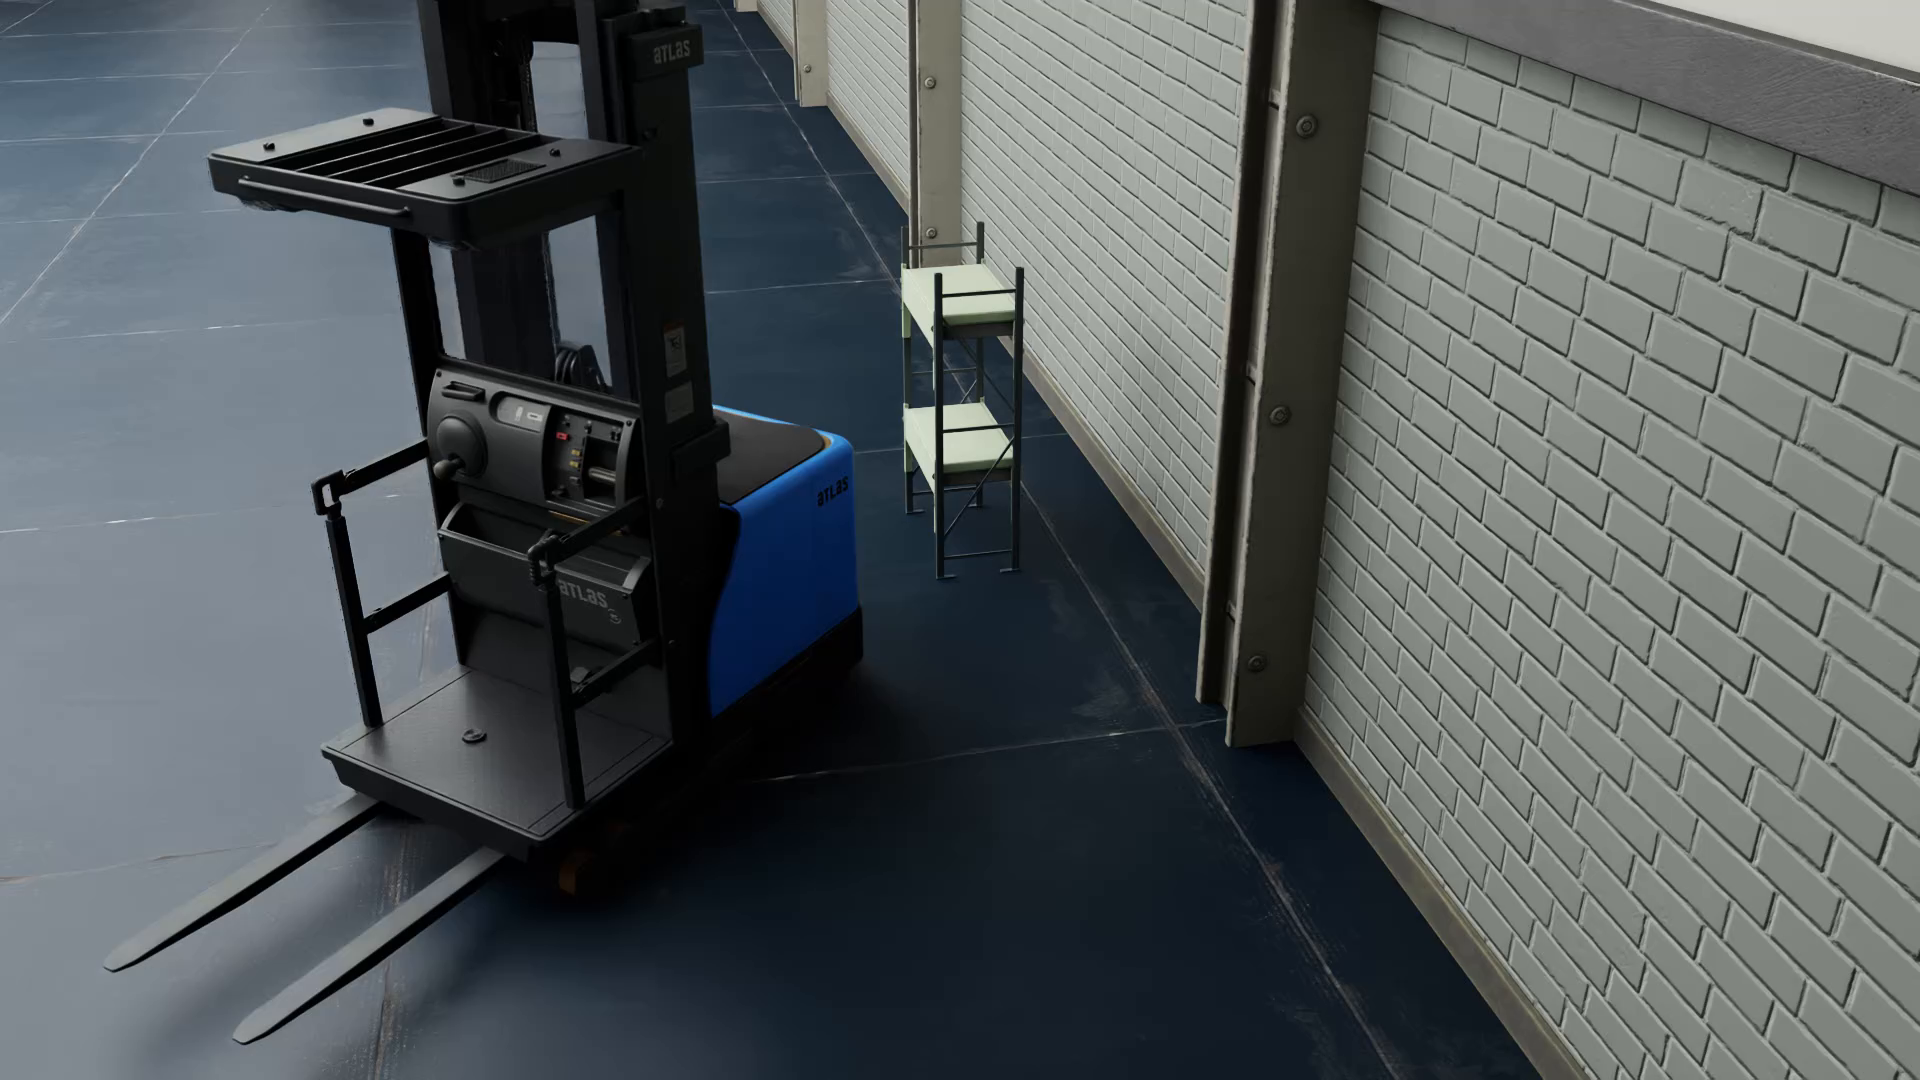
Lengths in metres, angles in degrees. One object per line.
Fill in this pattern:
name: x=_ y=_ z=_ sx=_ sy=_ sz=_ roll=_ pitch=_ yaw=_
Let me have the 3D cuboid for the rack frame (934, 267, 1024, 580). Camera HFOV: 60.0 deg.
rack frame: x=0.084 y=-0.506 z=7.588 sx=0.400 sy=1.500 sz=0.023 roll=-6 pitch=27 yaw=-12

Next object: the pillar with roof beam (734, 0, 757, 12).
pillar with roof beam: x=-7.073 y=-10.758 z=19.577 sx=9.100 sy=9.000 sz=0.400 roll=-6 pitch=27 yaw=-12

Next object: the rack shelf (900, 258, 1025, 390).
rack shelf: x=0.002 y=-1.015 z=7.730 sx=0.431 sy=0.370 sz=0.720 roll=-6 pitch=27 yaw=-12

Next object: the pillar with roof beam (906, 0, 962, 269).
pillar with roof beam: x=-4.369 y=-5.490 z=9.140 sx=9.100 sy=9.000 sz=0.400 roll=-6 pitch=27 yaw=-12

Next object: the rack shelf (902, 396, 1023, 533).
rack shelf: x=0.002 y=-0.376 z=8.053 sx=0.431 sy=0.370 sz=0.720 roll=-6 pitch=27 yaw=-12

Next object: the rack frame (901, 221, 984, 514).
rack frame: x=-0.081 y=-0.827 z=8.225 sx=0.400 sy=1.500 sz=0.023 roll=-6 pitch=27 yaw=-12

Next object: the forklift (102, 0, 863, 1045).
forklift: x=-1.599 y=-0.303 z=5.597 sx=1.130 sy=2.935 sz=3.031 roll=15 pitch=30 yaw=27

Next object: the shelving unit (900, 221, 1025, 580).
shelving unit: x=0.002 y=-0.667 z=7.906 sx=0.431 sy=1.500 sz=0.755 roll=-6 pitch=27 yaw=-12

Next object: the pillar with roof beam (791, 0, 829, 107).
pillar with roof beam: x=-5.721 y=-8.124 z=14.358 sx=9.100 sy=9.000 sz=0.400 roll=-6 pitch=27 yaw=-12

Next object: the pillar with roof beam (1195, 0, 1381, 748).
pillar with roof beam: x=-3.017 y=-2.856 z=3.921 sx=9.100 sy=9.000 sz=0.400 roll=-6 pitch=27 yaw=-12
